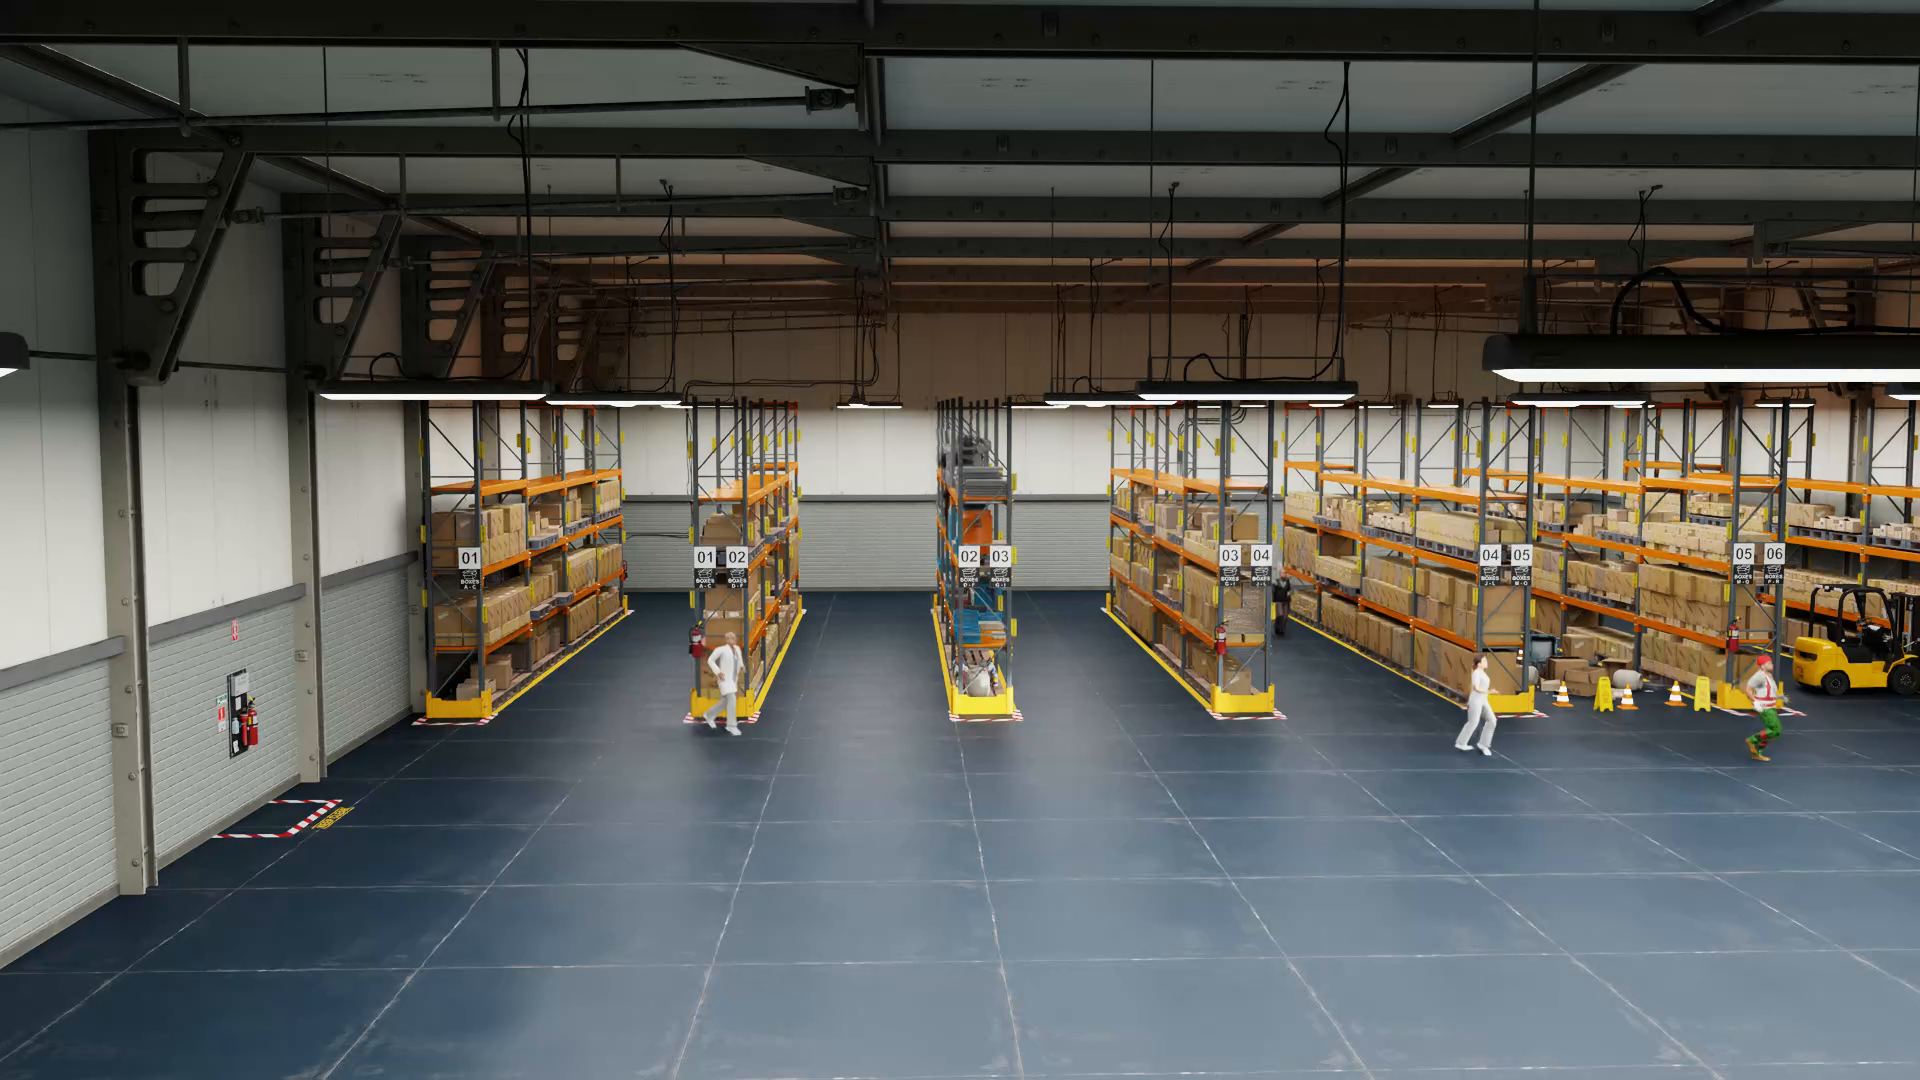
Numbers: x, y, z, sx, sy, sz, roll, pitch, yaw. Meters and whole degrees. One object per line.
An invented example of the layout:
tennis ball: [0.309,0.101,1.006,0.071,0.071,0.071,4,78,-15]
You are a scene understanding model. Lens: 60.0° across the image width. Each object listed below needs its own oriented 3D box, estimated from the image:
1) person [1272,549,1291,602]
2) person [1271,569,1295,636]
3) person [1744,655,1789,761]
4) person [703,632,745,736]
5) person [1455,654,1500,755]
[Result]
person: [9.521,1.076,48.893,0.821,1.804,0.701,-1,4,-9]
person: [8.205,1.558,42.312,0.637,1.619,0.670,0,4,-4]
person: [13.202,2.726,27.185,0.580,1.688,0.660,4,6,42]
person: [-4.183,2.540,29.707,0.926,1.818,0.712,2,5,29]
person: [8.660,2.763,27.766,0.729,1.732,0.585,3,6,37]
